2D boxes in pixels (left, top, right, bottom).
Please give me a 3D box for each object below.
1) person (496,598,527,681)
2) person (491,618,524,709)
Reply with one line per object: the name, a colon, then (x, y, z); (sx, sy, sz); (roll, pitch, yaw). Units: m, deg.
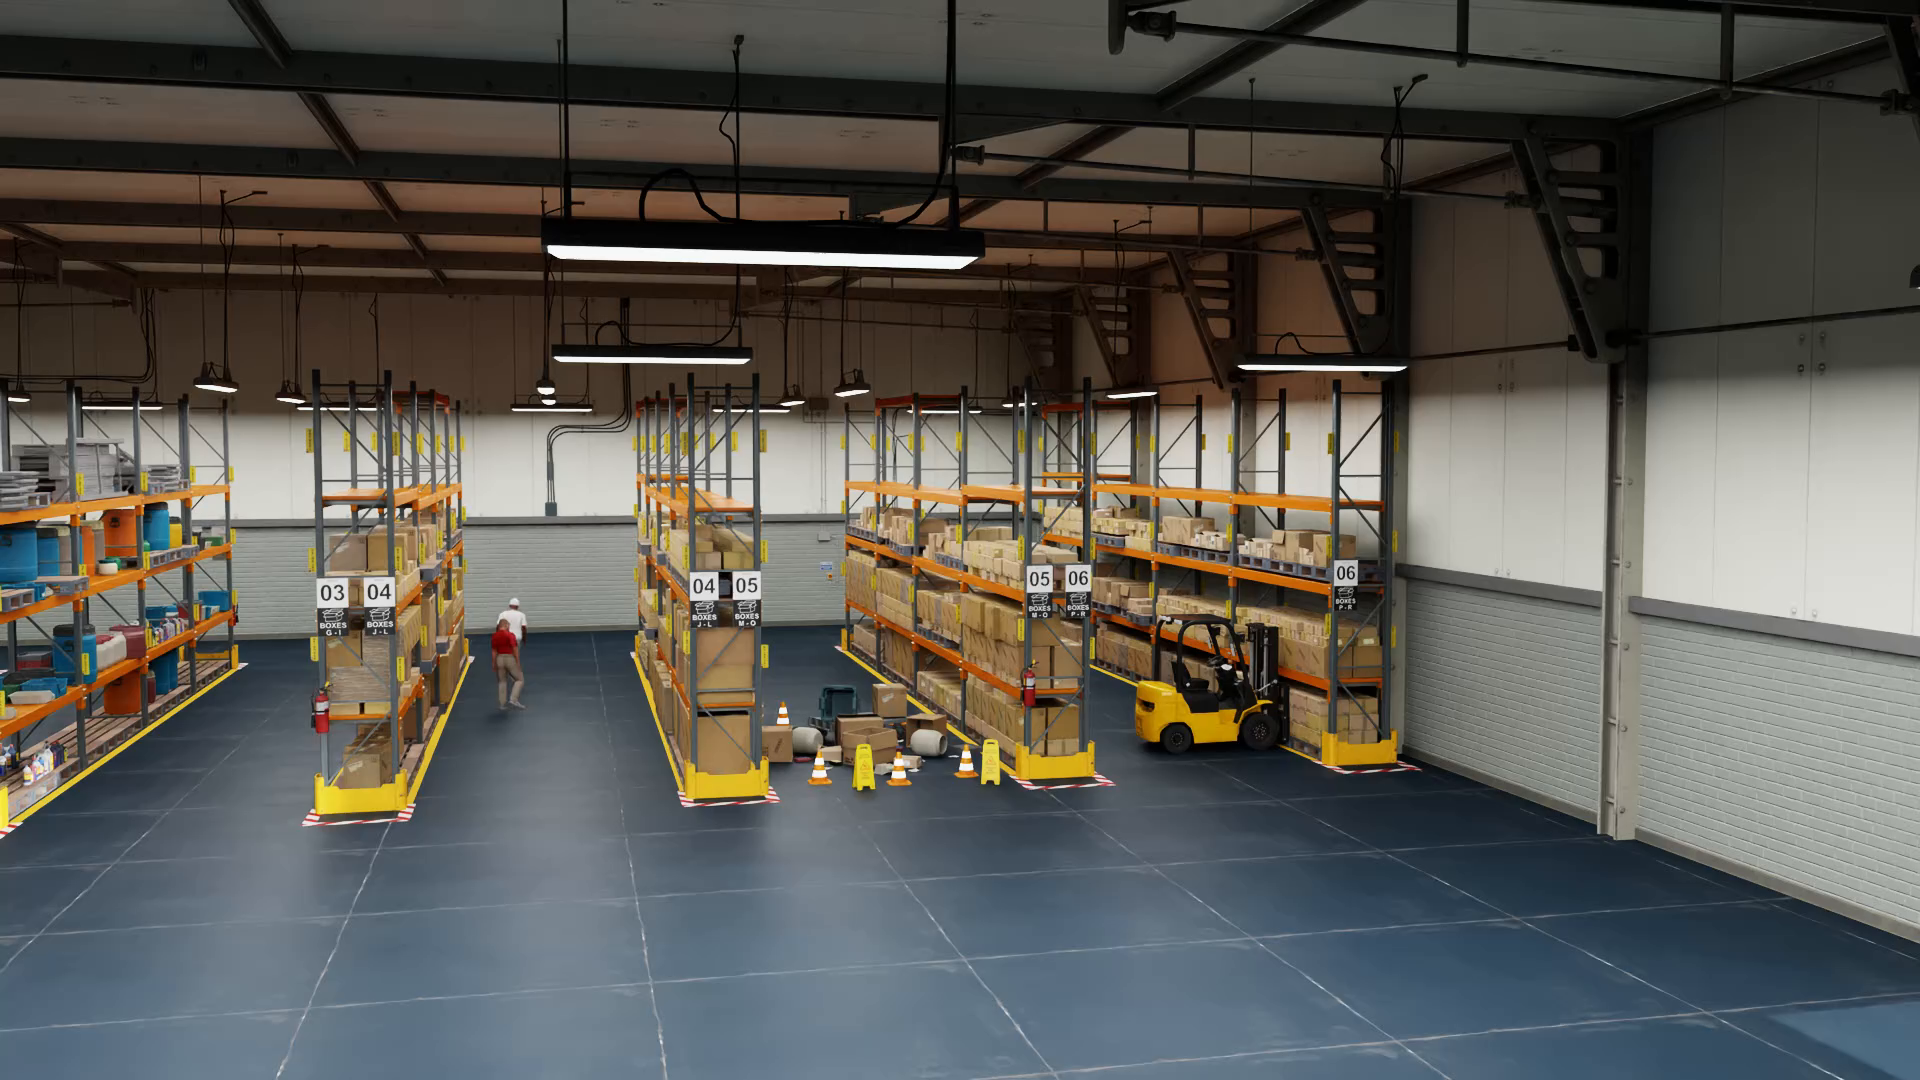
person: (-9.458, 2.113, 35.071); (0.629, 1.735, 0.712); (-1, 3, -10)
person: (-8.489, 2.329, 31.223); (0.672, 1.709, 0.488); (1, 3, 9)
